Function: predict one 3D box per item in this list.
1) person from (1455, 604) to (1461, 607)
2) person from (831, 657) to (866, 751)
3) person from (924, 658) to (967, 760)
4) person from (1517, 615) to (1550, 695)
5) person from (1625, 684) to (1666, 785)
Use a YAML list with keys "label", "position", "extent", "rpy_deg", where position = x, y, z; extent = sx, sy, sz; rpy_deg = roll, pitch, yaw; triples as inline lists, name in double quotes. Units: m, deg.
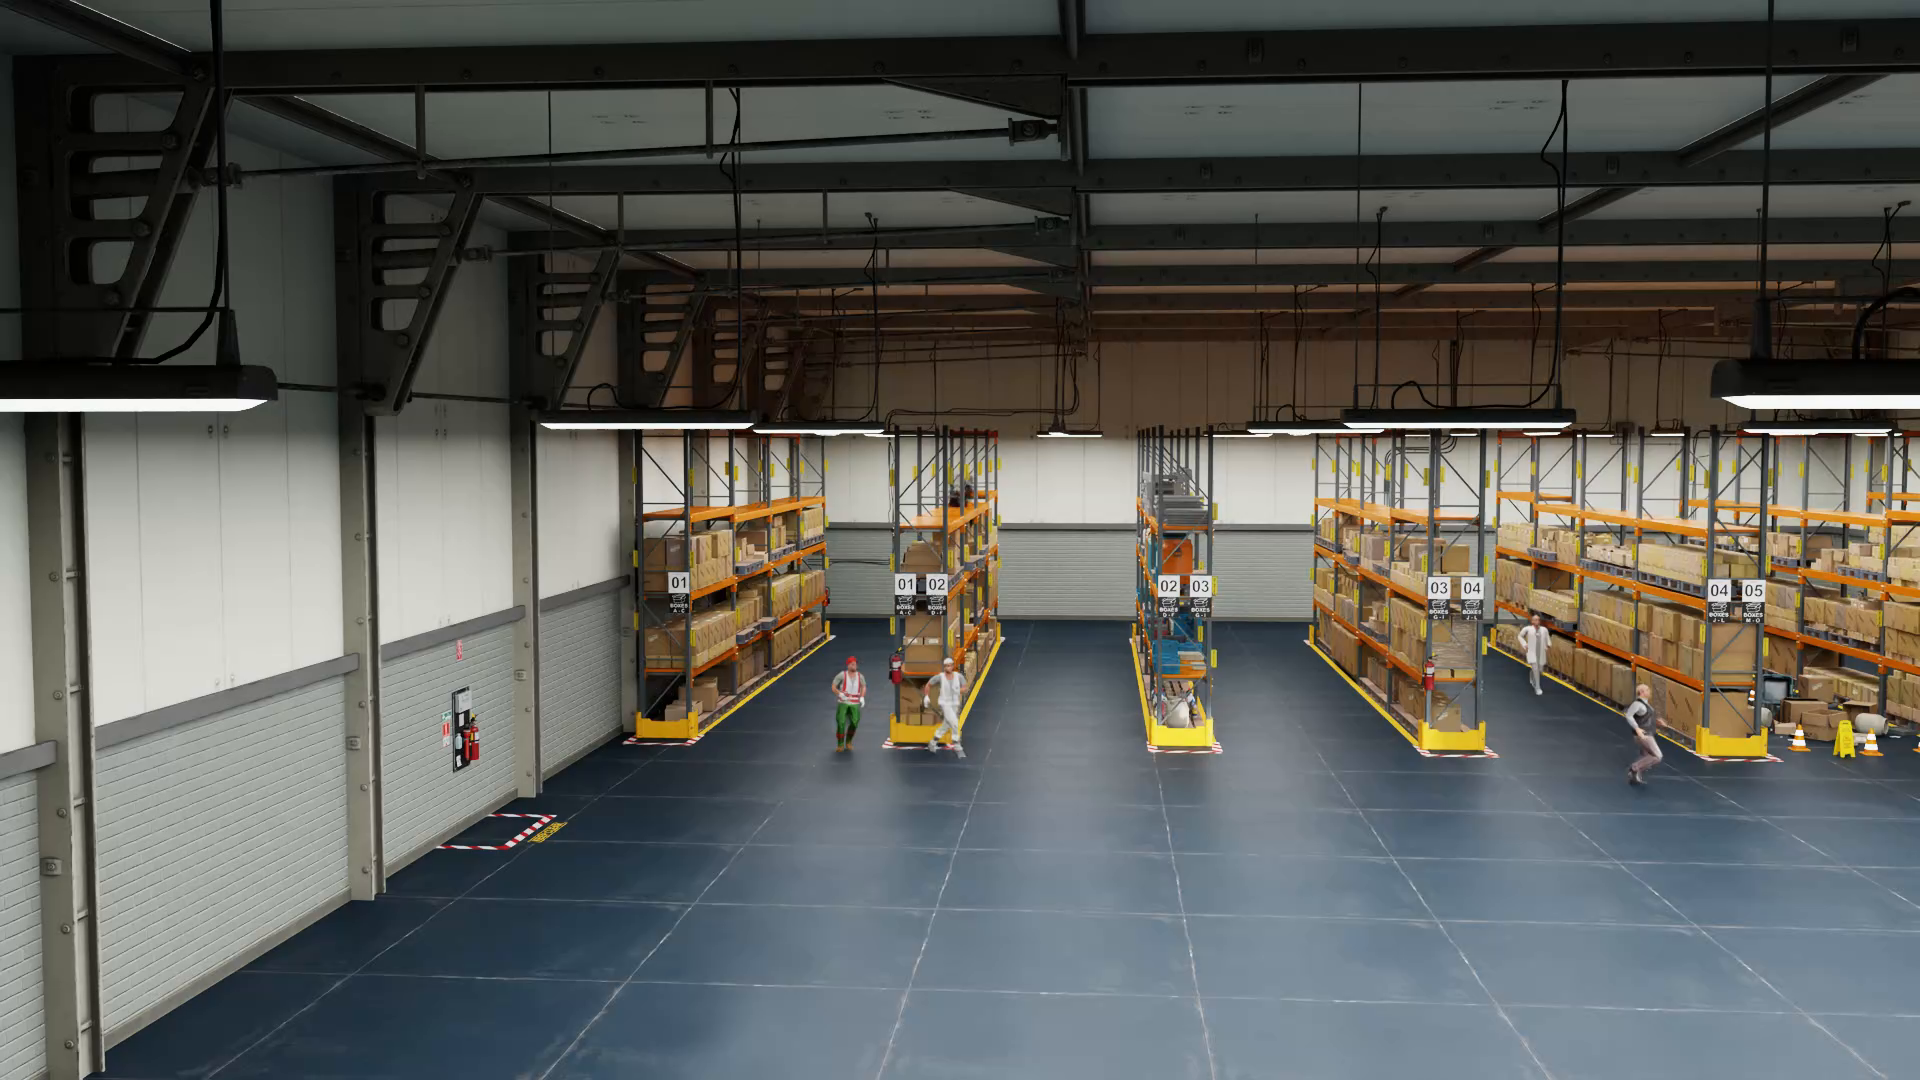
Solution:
- label: "person"
  position: [14.213, 2.085, 47.052]
  extent: [0.825, 1.653, 0.661]
  rpy_deg: [-1, 4, -19]
- label: "person"
  position: [-2.038, 3.019, 30.644]
  extent: [0.678, 1.723, 0.577]
  rpy_deg: [-1, 4, -12]
- label: "person"
  position: [-0.214, 3.029, 30.047]
  extent: [0.721, 1.803, 0.833]
  rpy_deg: [-3, 4, -37]
- label: "person"
  position: [13.046, 2.589, 37.754]
  extent: [0.706, 1.769, 0.899]
  rpy_deg: [0, 3, 0]
- label: "person"
  position: [11.335, 3.225, 27.441]
  extent: [0.591, 1.677, 0.644]
  rpy_deg: [2, 4, 33]
